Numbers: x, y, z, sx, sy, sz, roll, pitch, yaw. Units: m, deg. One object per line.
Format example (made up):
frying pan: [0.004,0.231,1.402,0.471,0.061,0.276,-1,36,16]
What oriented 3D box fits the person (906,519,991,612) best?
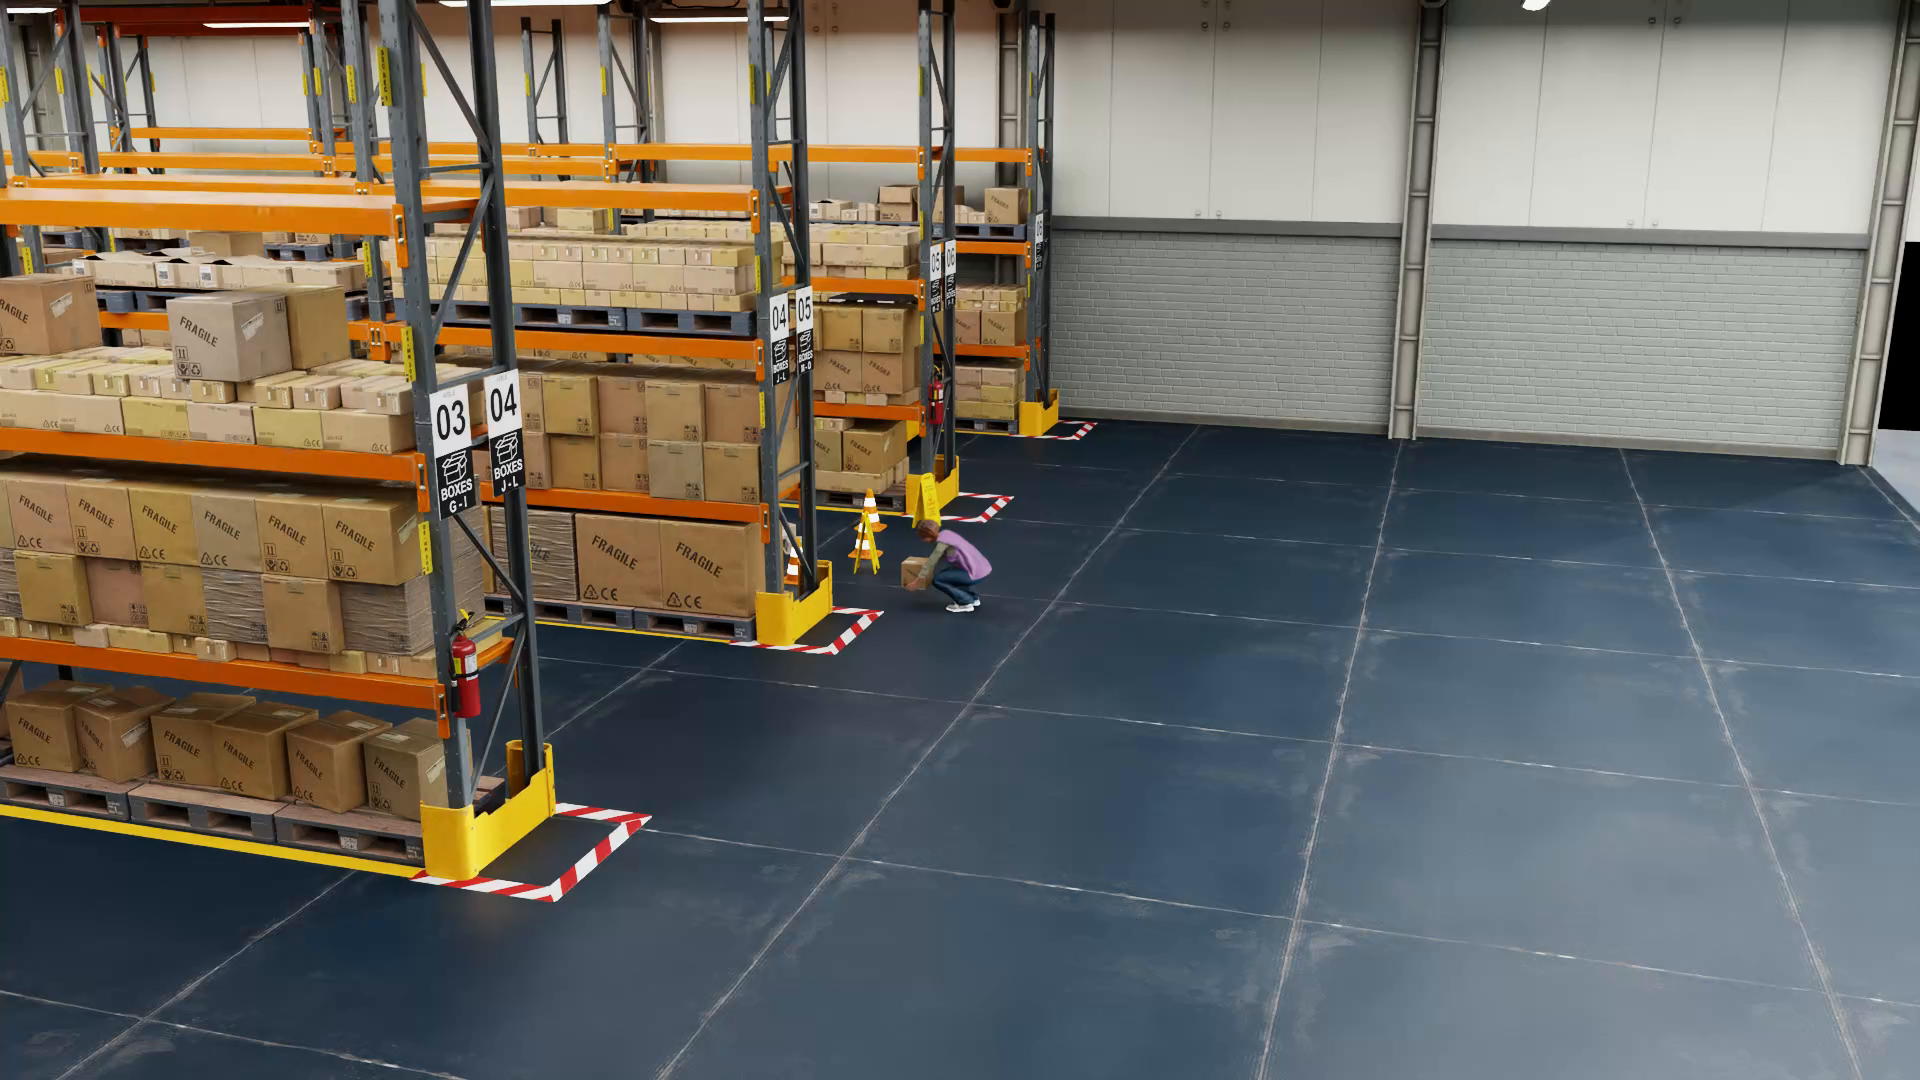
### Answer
person: [-0.104,0.243,16.399,0.825,0.889,0.430,4,16,15]
